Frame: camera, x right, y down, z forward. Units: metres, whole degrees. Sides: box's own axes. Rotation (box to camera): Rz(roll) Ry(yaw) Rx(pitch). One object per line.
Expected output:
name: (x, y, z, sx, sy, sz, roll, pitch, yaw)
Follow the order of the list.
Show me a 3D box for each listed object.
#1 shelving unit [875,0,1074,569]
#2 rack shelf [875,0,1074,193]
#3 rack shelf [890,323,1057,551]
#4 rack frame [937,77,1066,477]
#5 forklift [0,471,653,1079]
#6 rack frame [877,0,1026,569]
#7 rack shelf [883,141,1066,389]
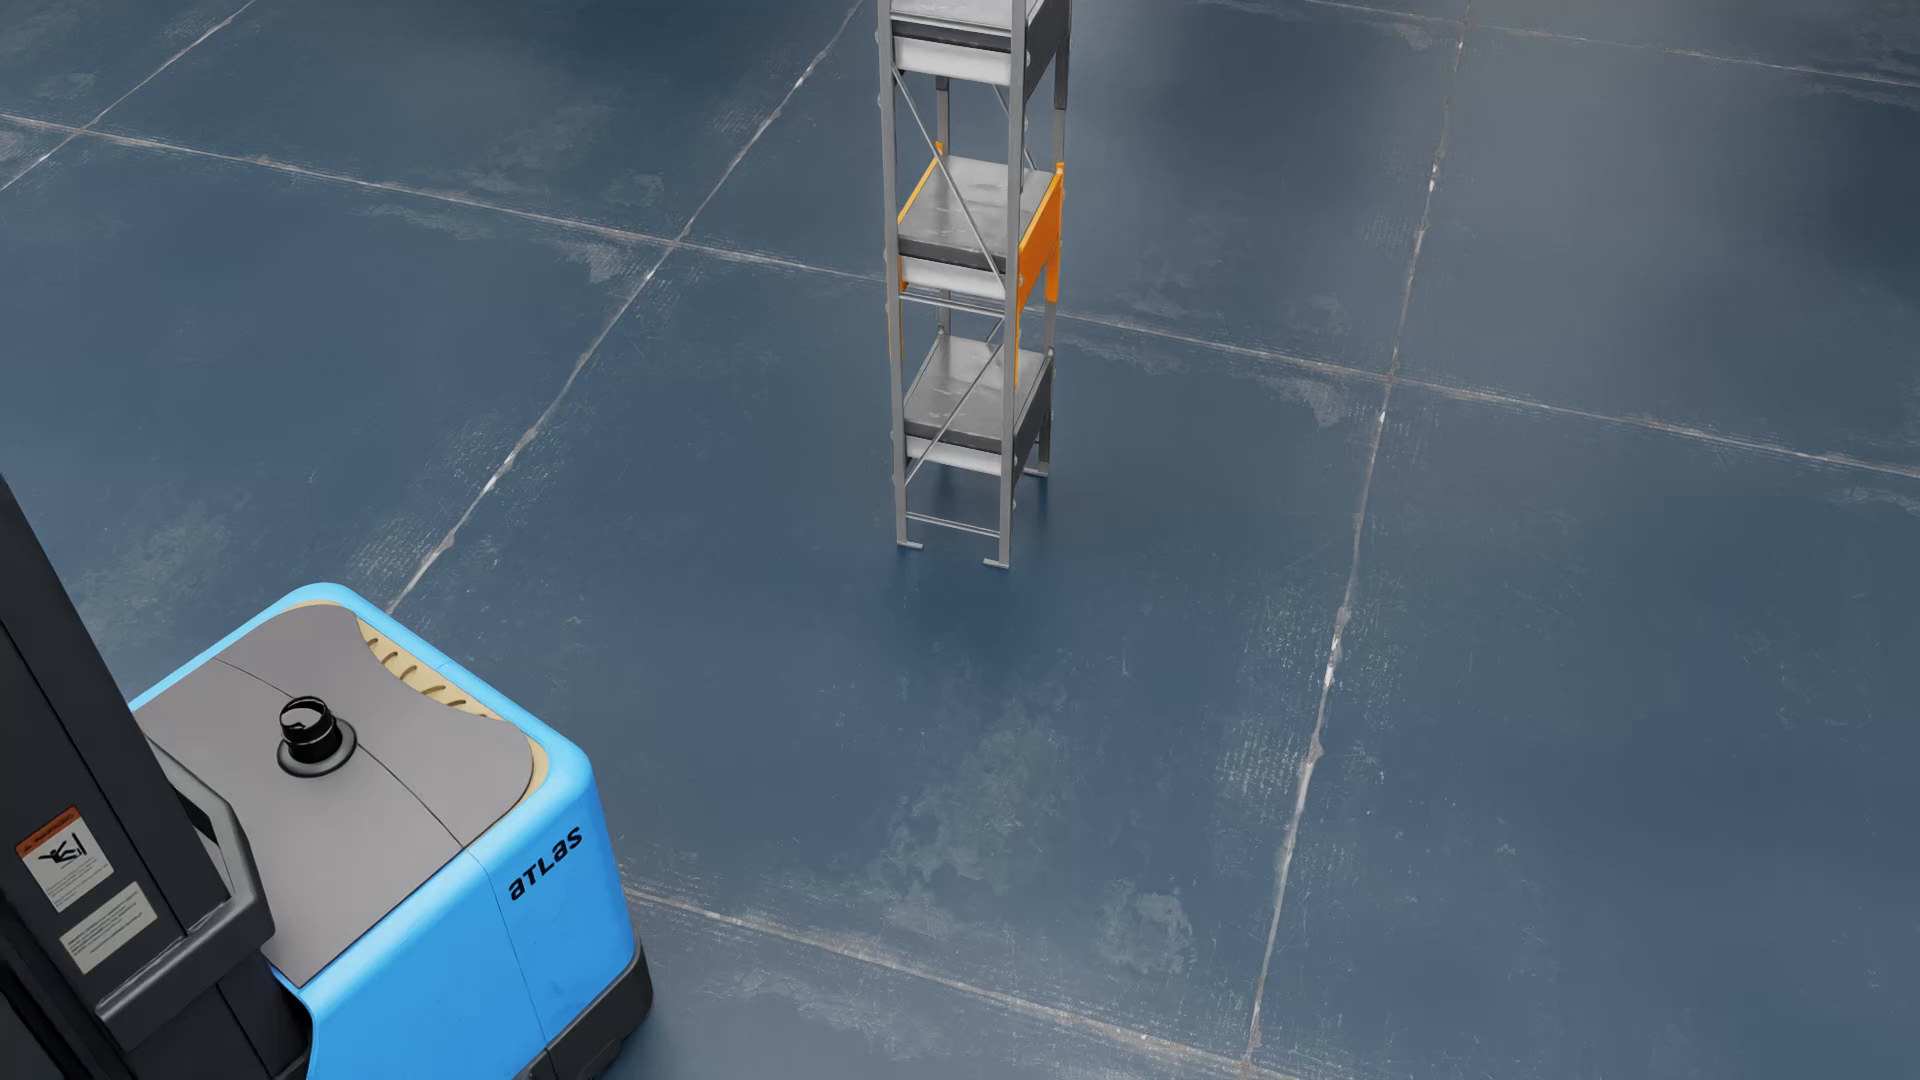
shelving unit: (0.050, -0.861, 5.128, 0.431, 2.100, 0.503, 13, 46, 13)
rack shelf: (0.050, -1.351, 4.648, 0.431, 0.518, 0.480, 13, 46, 12)
rack shelf: (0.050, -0.351, 5.628, 0.431, 0.518, 0.480, 13, 46, 12)
rack frame: (0.124, -1.023, 5.295, 0.400, 2.100, 0.015, 13, 46, 13)
forklift: (-2.107, 0.823, 2.813, 1.130, 2.935, 3.031, 28, 51, 26)
rack frame: (-0.024, -0.698, 4.962, 0.400, 2.100, 0.015, 13, 46, 13)
rack shelf: (0.050, -0.851, 5.138, 0.431, 0.518, 0.480, 13, 46, 12)
